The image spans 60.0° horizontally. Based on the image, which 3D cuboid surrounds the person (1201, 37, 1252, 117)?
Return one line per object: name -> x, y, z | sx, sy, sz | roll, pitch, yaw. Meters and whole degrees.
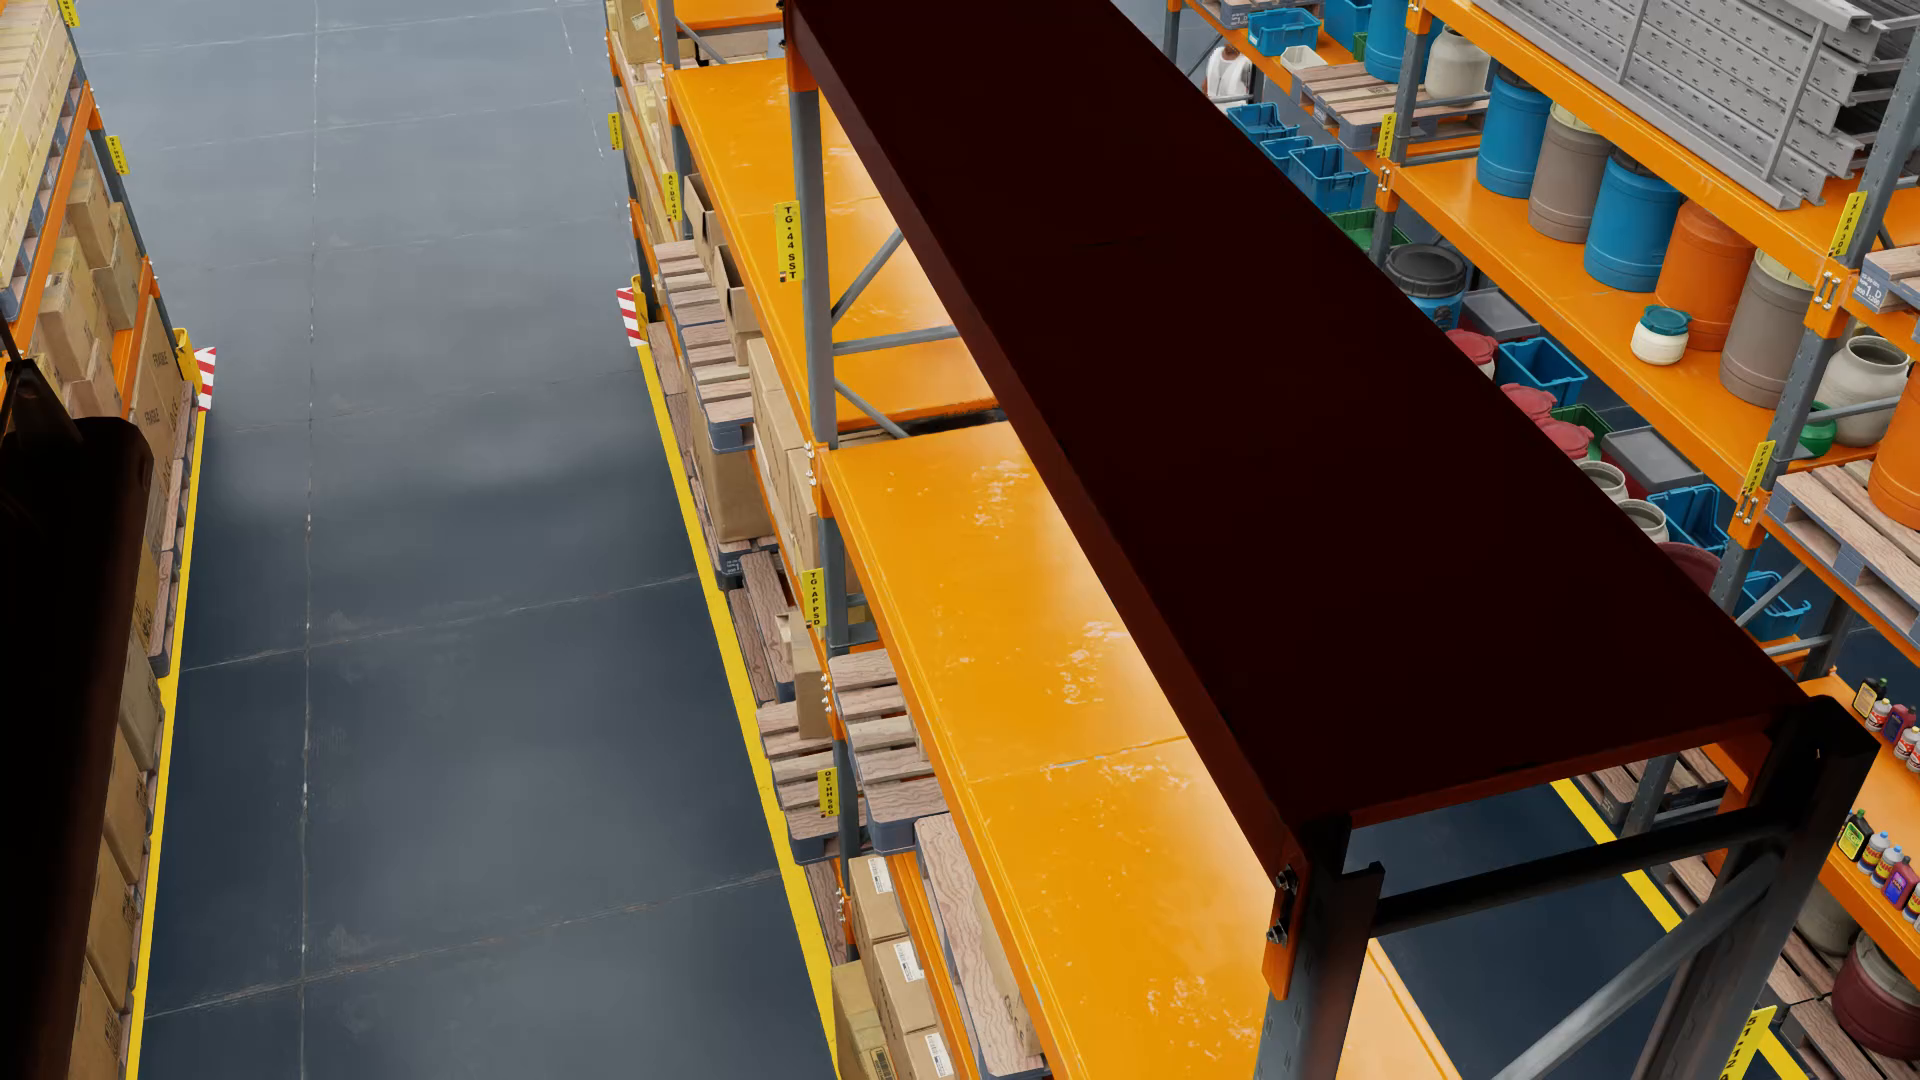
person -> 2.684, -4.362, 16.915 | 0.513, 1.794, 0.611 | -23, 44, -26
